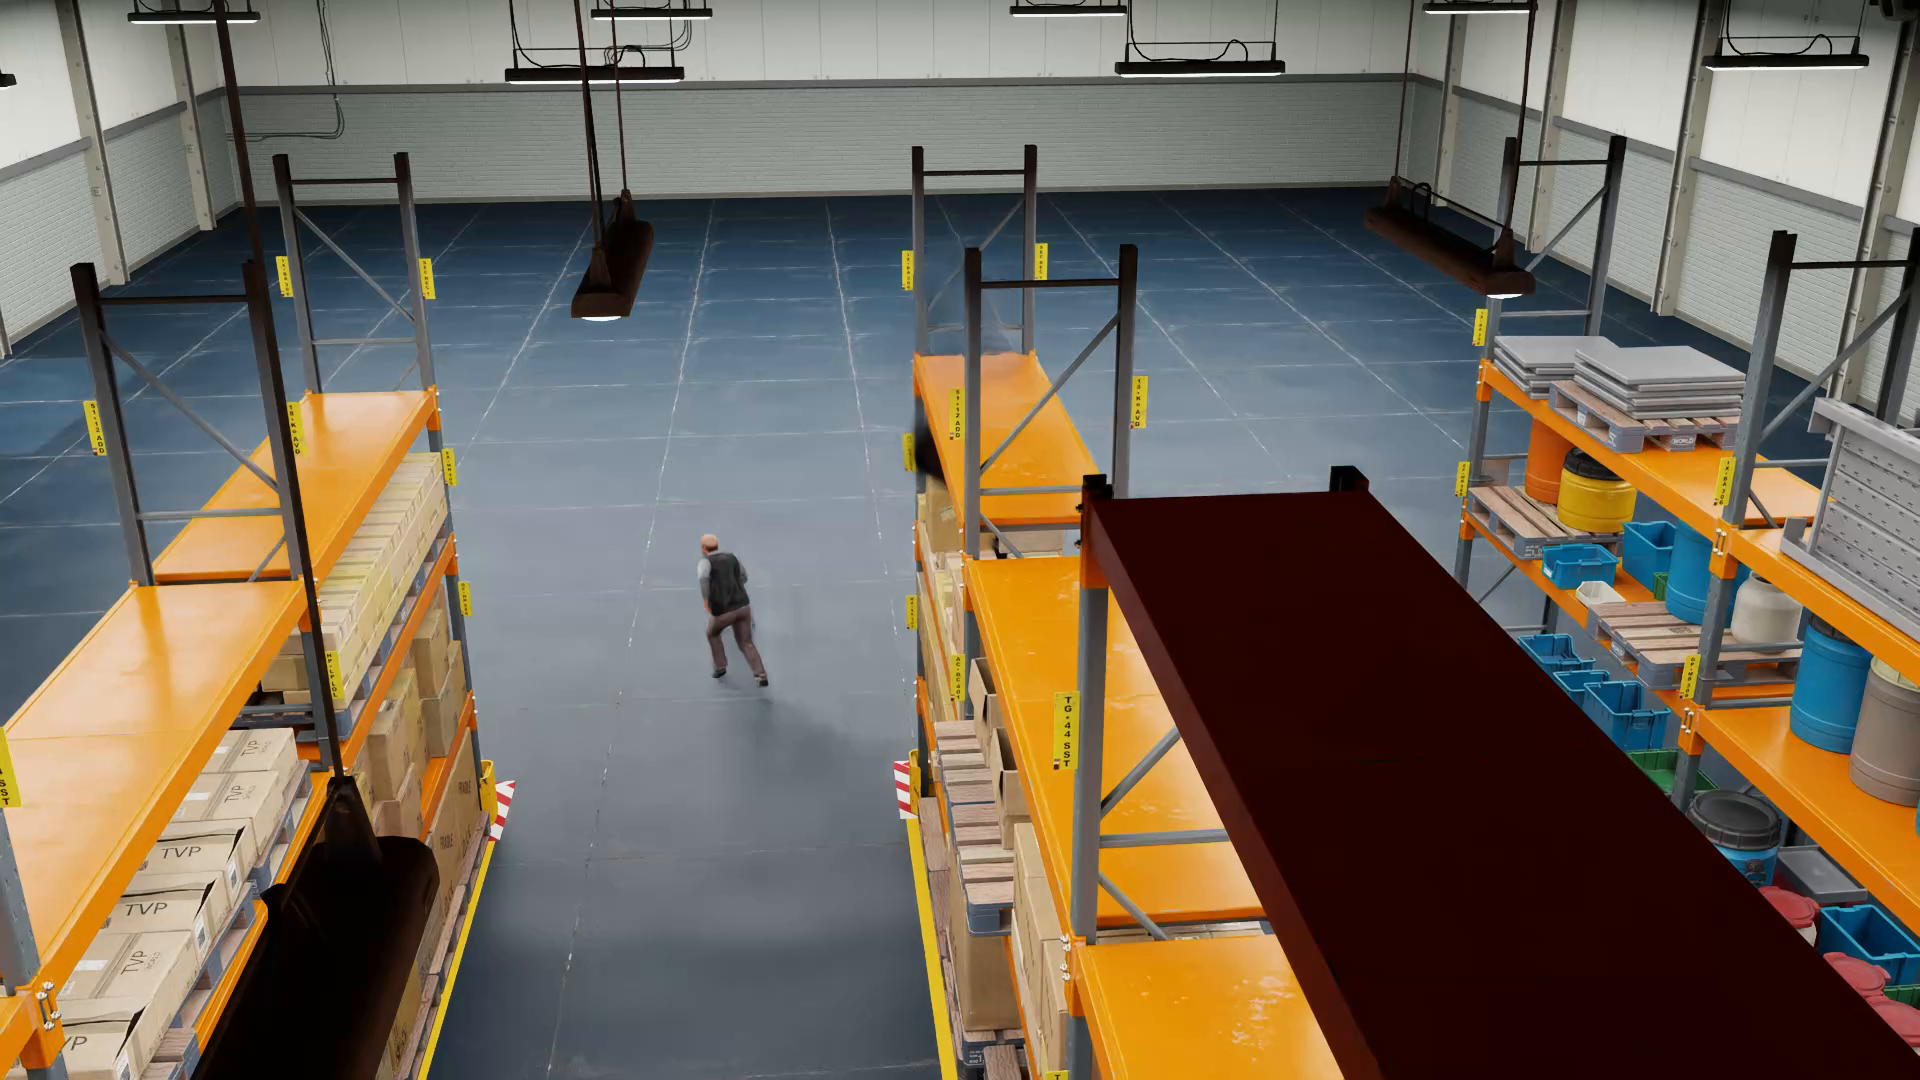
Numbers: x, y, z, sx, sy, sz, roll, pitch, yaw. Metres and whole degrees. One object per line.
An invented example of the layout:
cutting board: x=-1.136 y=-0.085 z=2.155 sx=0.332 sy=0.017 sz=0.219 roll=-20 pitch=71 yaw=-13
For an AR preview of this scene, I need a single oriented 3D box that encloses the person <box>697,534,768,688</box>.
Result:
person: x=-2.387 y=0.827 z=17.417 sx=0.701 sy=1.681 sz=0.988 roll=-20 pitch=29 yaw=-40
